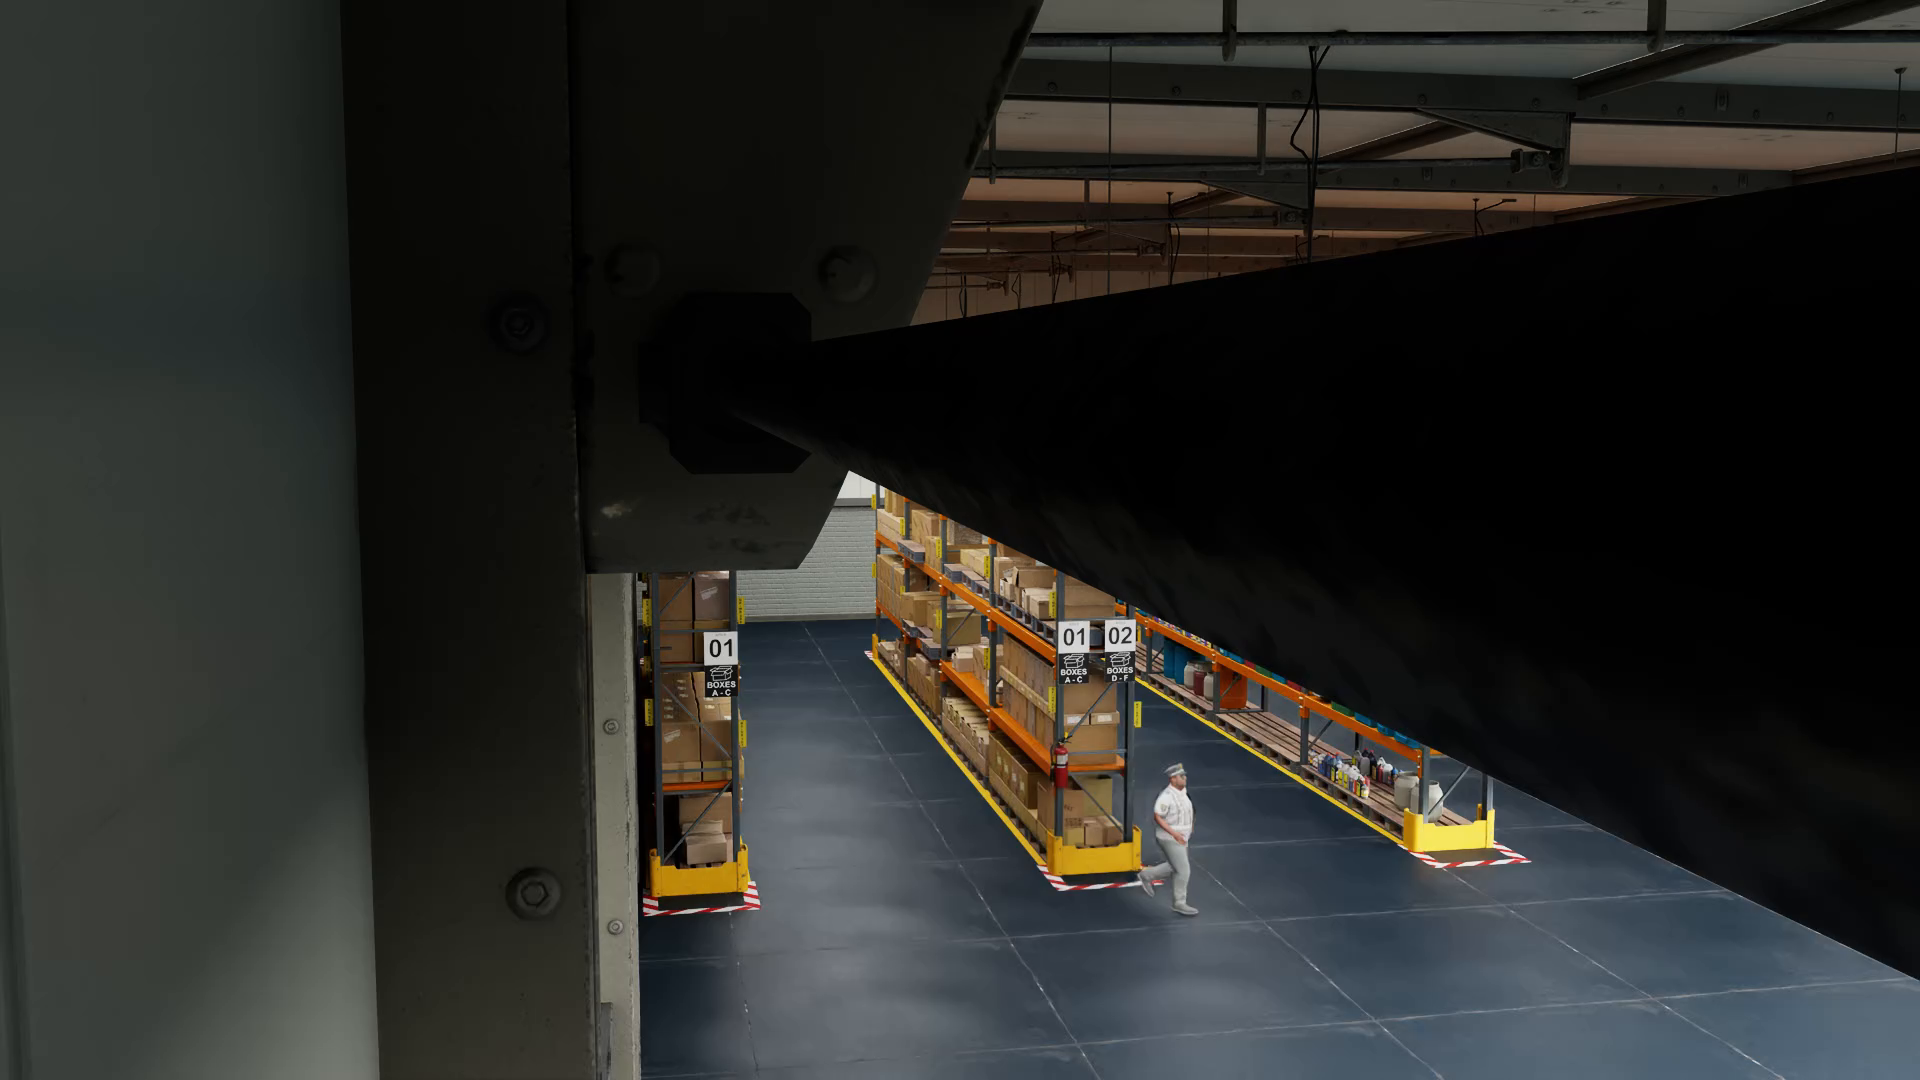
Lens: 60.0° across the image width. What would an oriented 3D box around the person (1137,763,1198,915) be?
[{"bbox_3d":[2.448,3.463,19.457,0.752,1.771,0.659,3,6,25],"label":"person"}]
